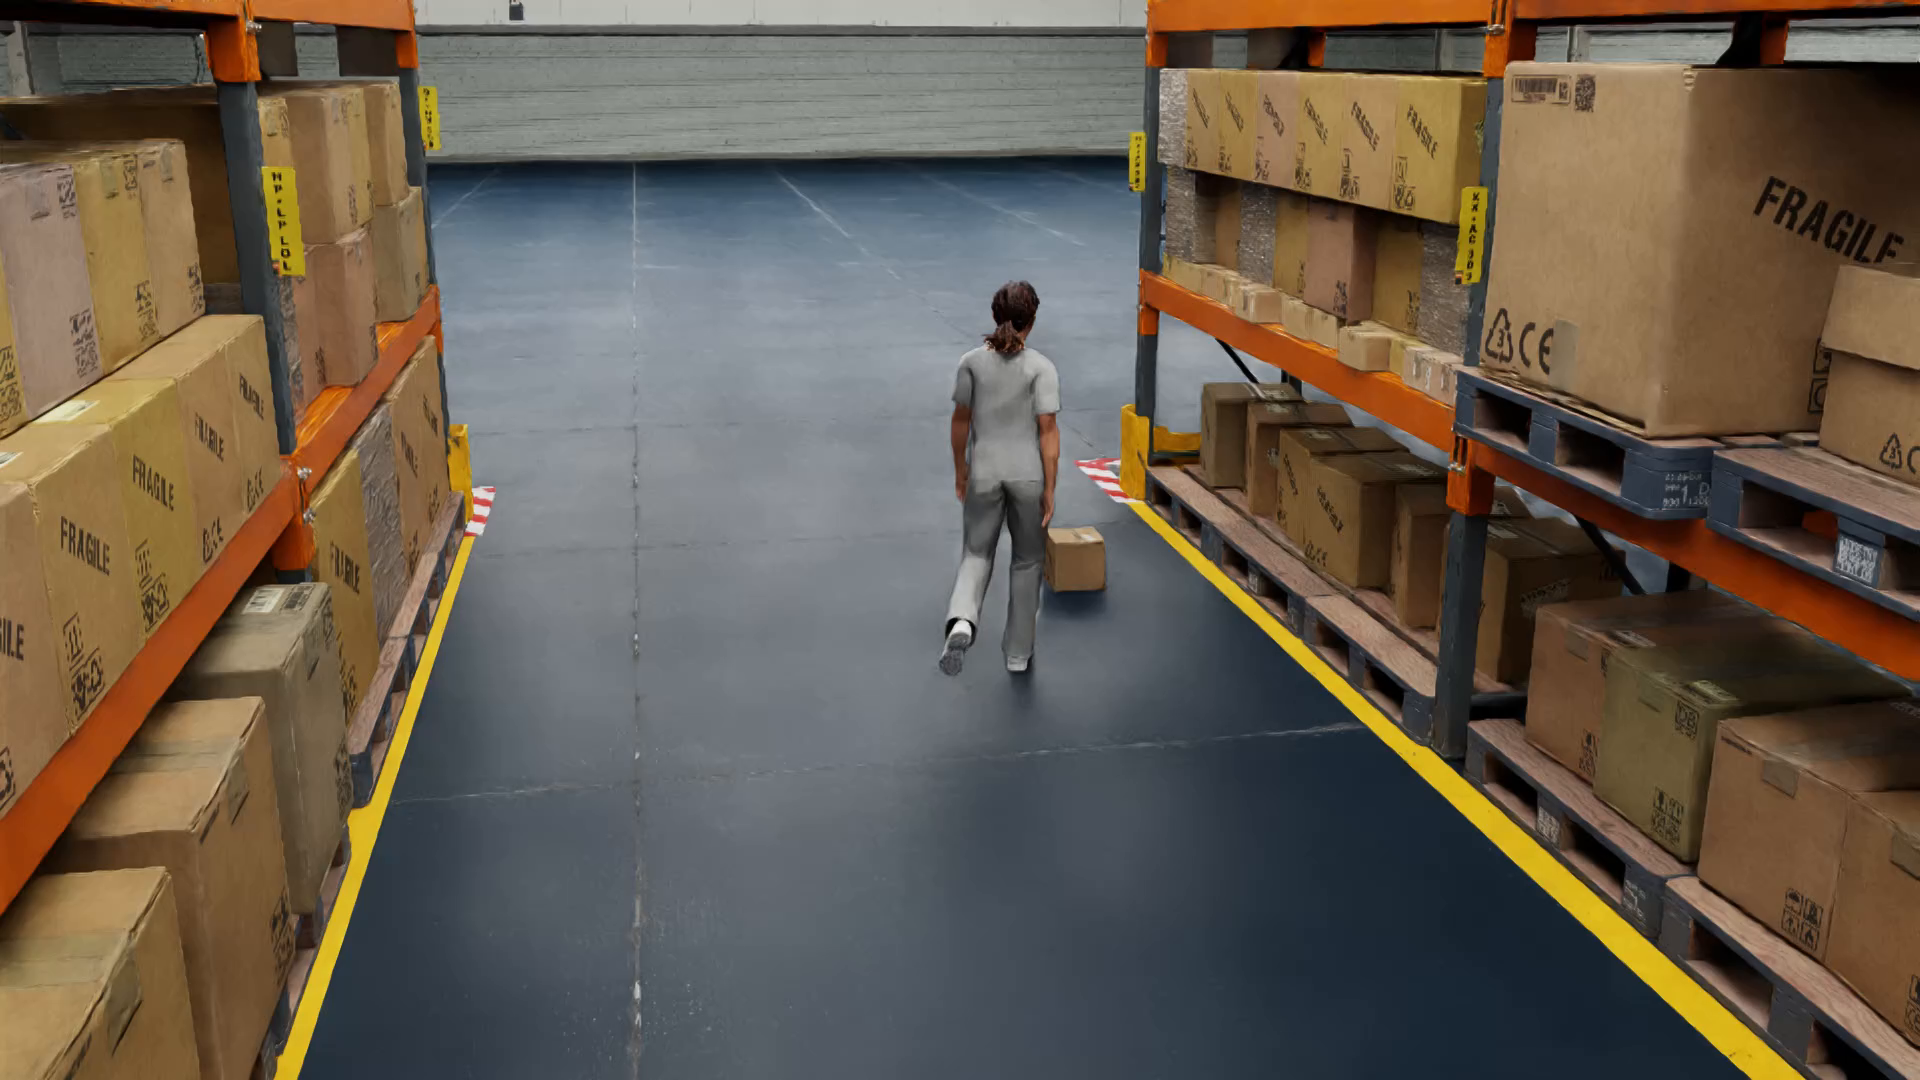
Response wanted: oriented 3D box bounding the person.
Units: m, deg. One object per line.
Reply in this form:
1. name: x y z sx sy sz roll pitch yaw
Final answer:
1. person: 0.167 -0.215 6.761 0.474 1.651 0.758 4 17 15
